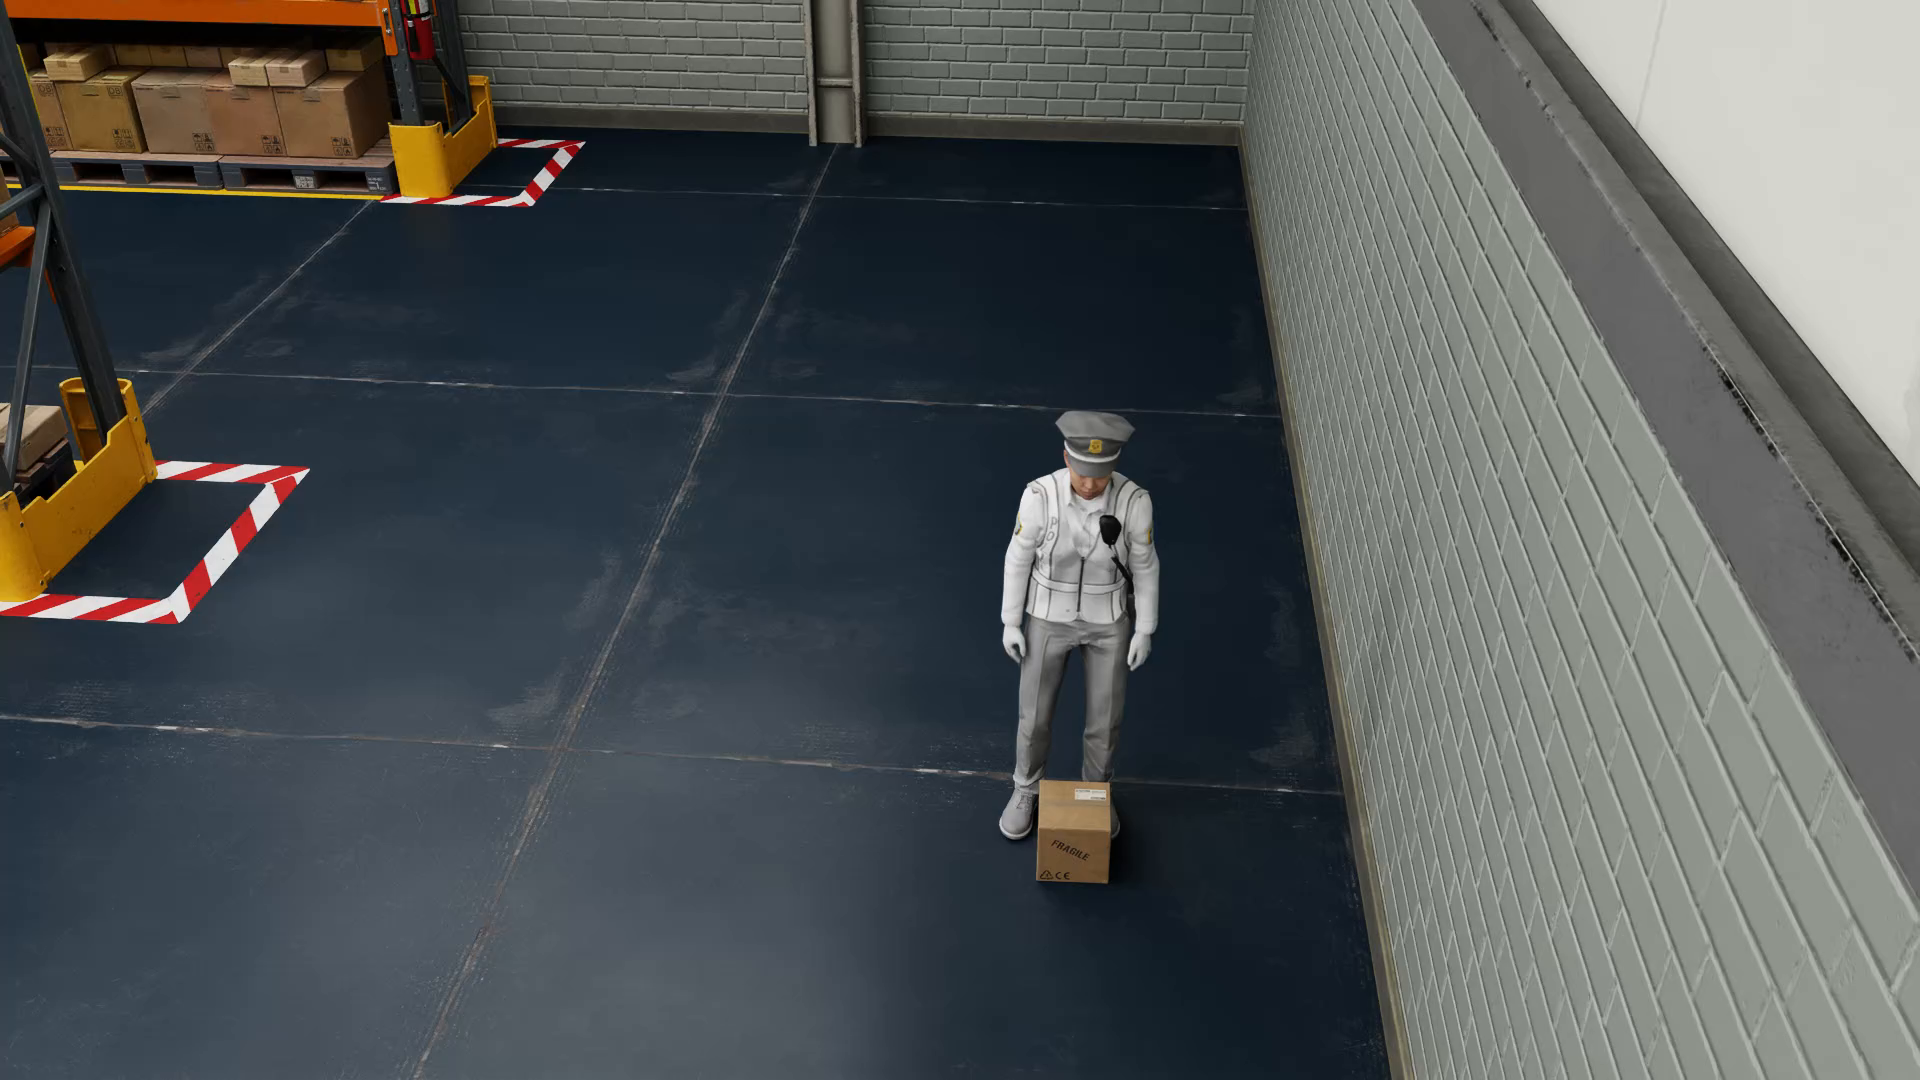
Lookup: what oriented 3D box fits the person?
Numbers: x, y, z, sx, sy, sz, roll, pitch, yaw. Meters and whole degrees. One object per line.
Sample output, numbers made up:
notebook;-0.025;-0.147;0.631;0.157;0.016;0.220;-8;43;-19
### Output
person;0.404;0.296;5.662;0.528;1.663;0.375;3;32;4
